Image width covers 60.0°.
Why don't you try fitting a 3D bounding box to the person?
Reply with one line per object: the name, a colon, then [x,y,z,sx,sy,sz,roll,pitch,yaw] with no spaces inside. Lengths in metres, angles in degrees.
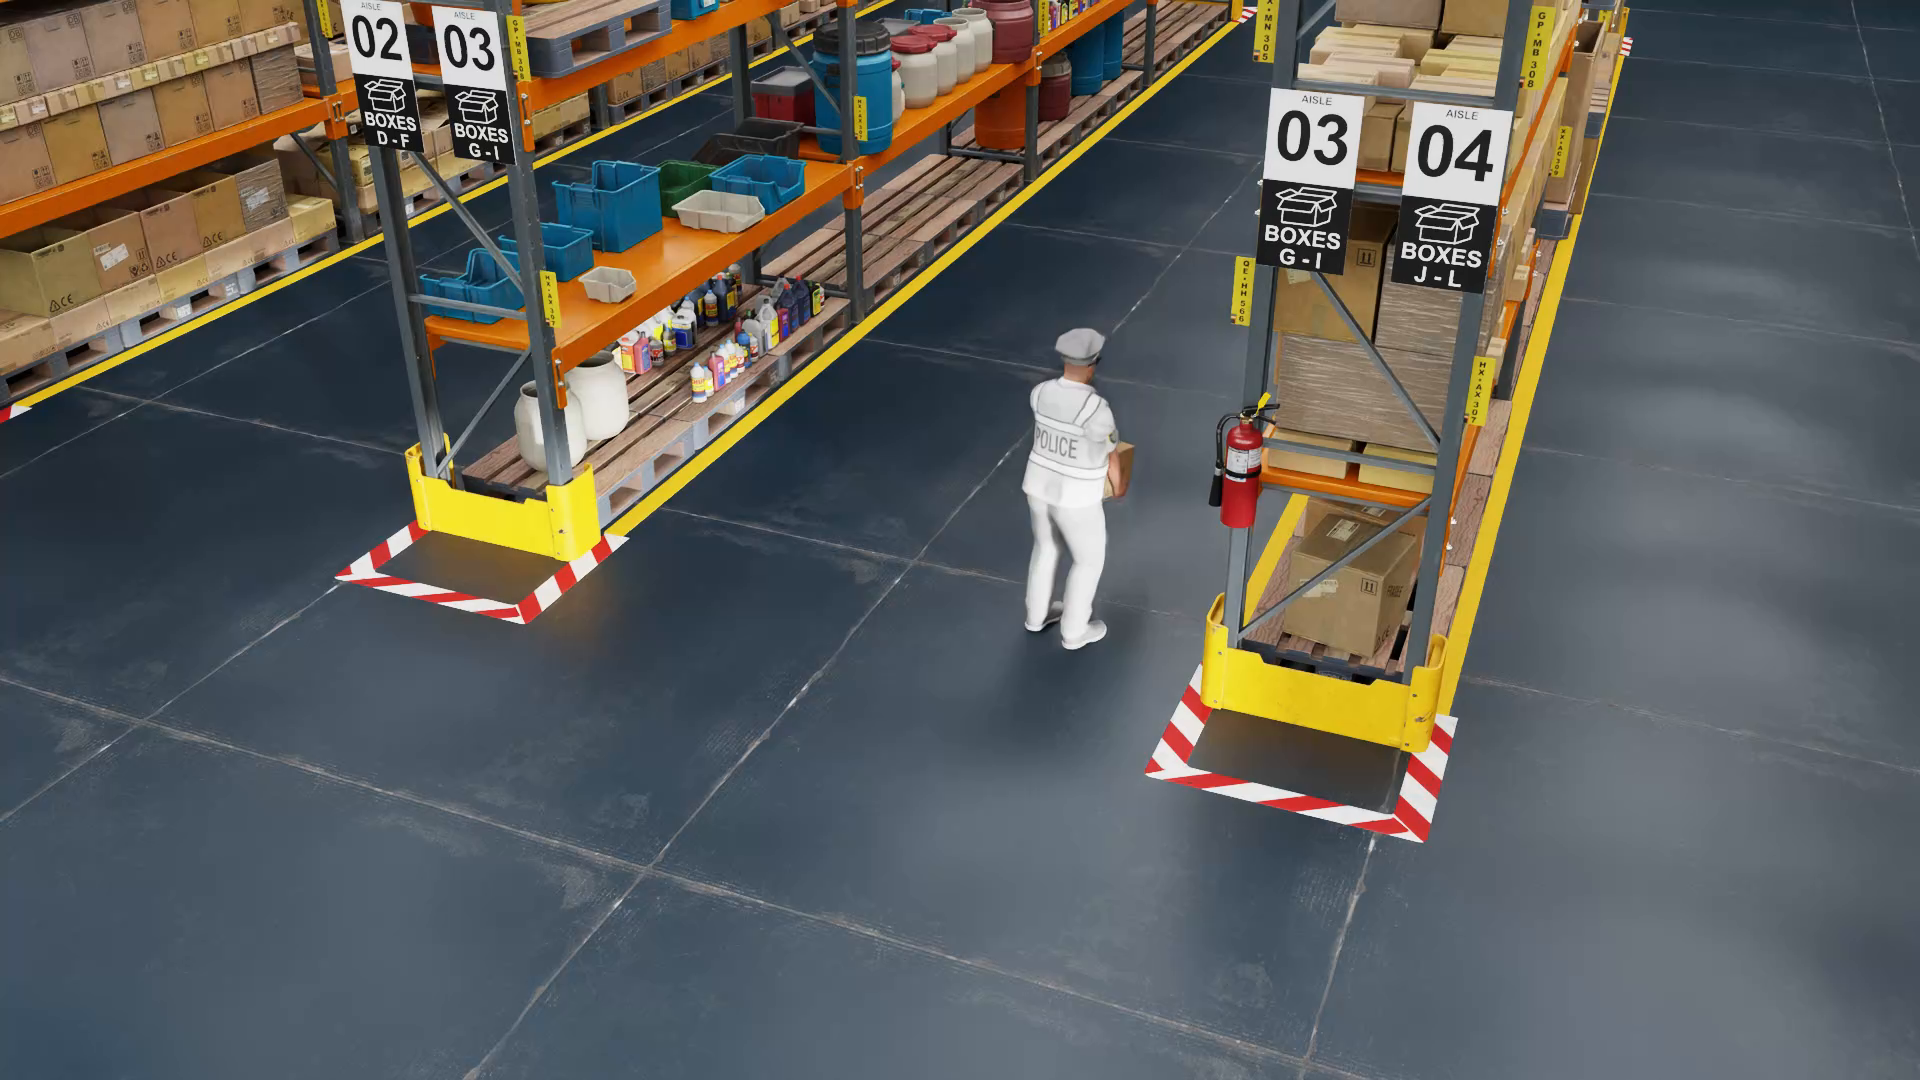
person: [0.614,-0.283,8.901,0.485,1.754,0.593,24,37,36]
